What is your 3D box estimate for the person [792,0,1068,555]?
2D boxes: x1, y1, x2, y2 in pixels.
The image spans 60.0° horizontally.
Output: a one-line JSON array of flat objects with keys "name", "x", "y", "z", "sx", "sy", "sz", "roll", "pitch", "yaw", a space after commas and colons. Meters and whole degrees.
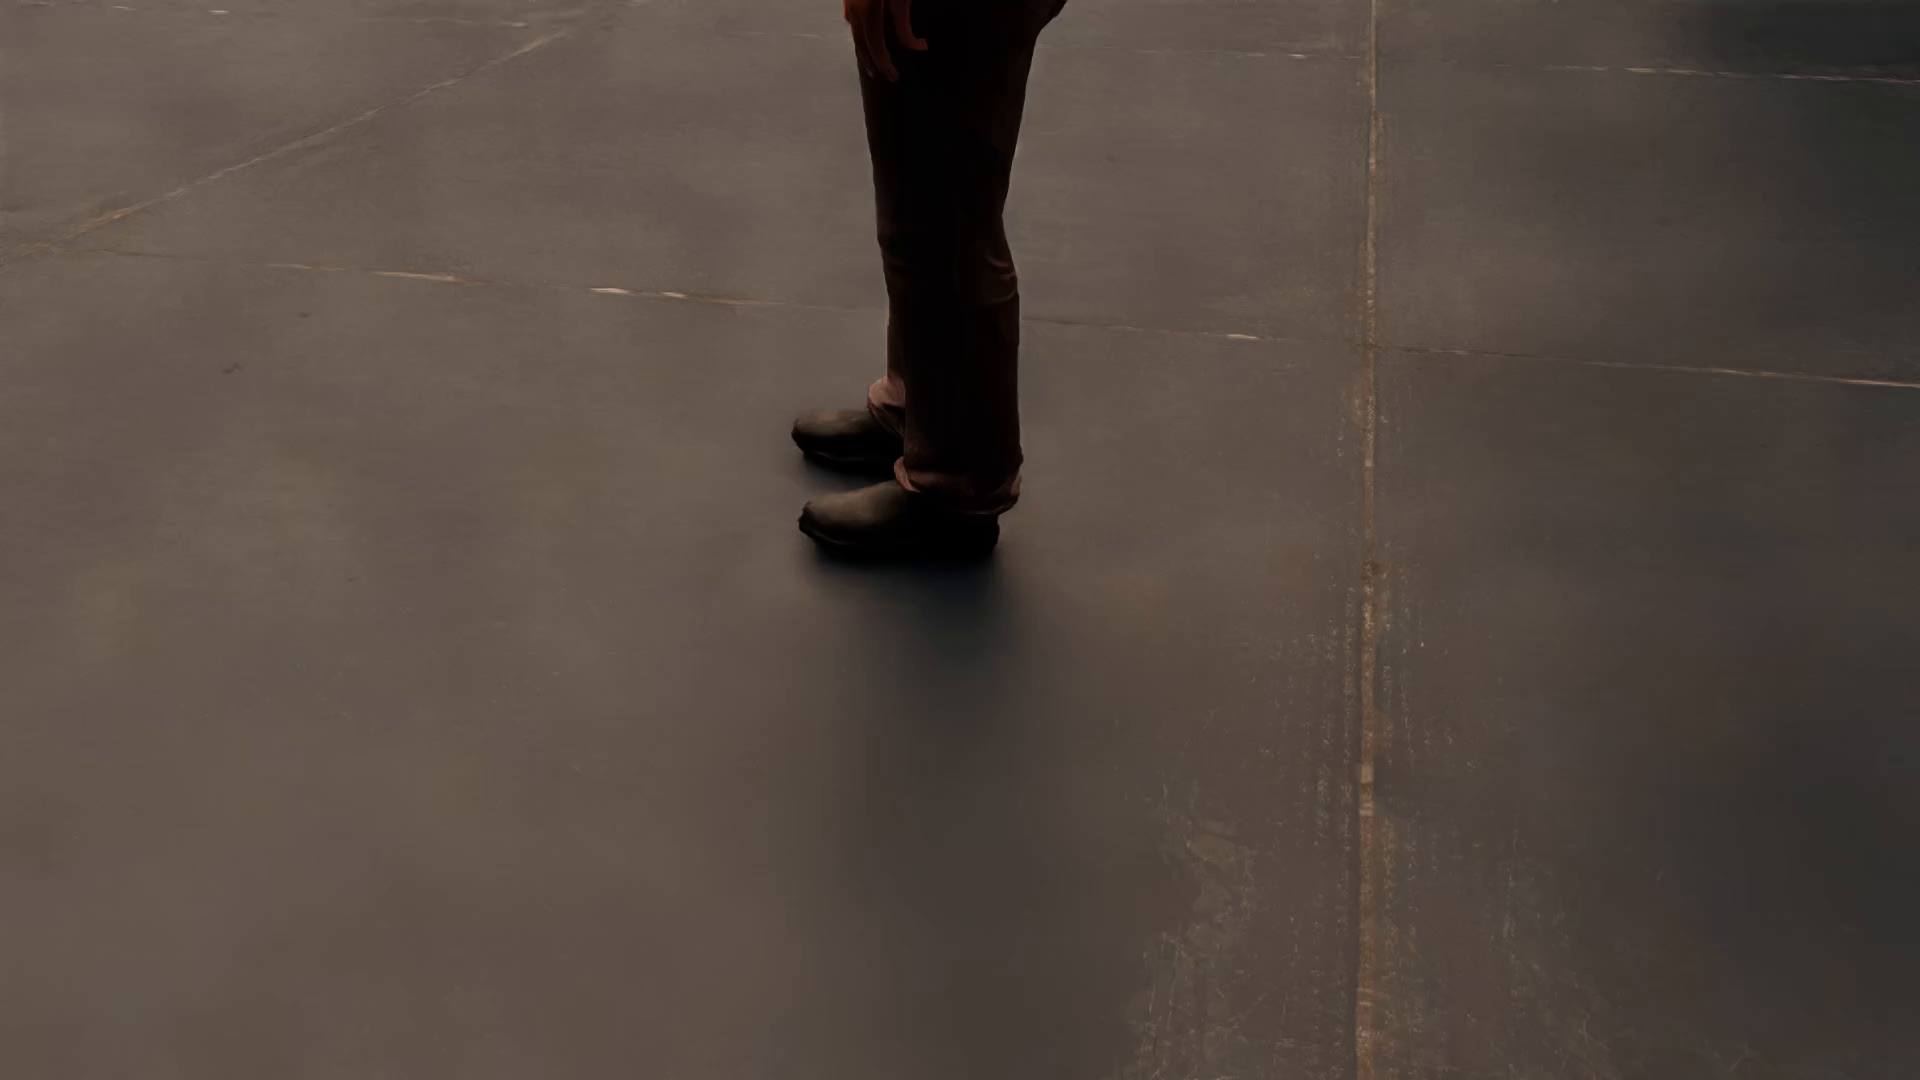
[{"name": "person", "x": -0.059, "y": -0.750, "z": 2.146, "sx": 0.567, "sy": 1.643, "sz": 0.632, "roll": 6, "pitch": 27, "yaw": 11}]
